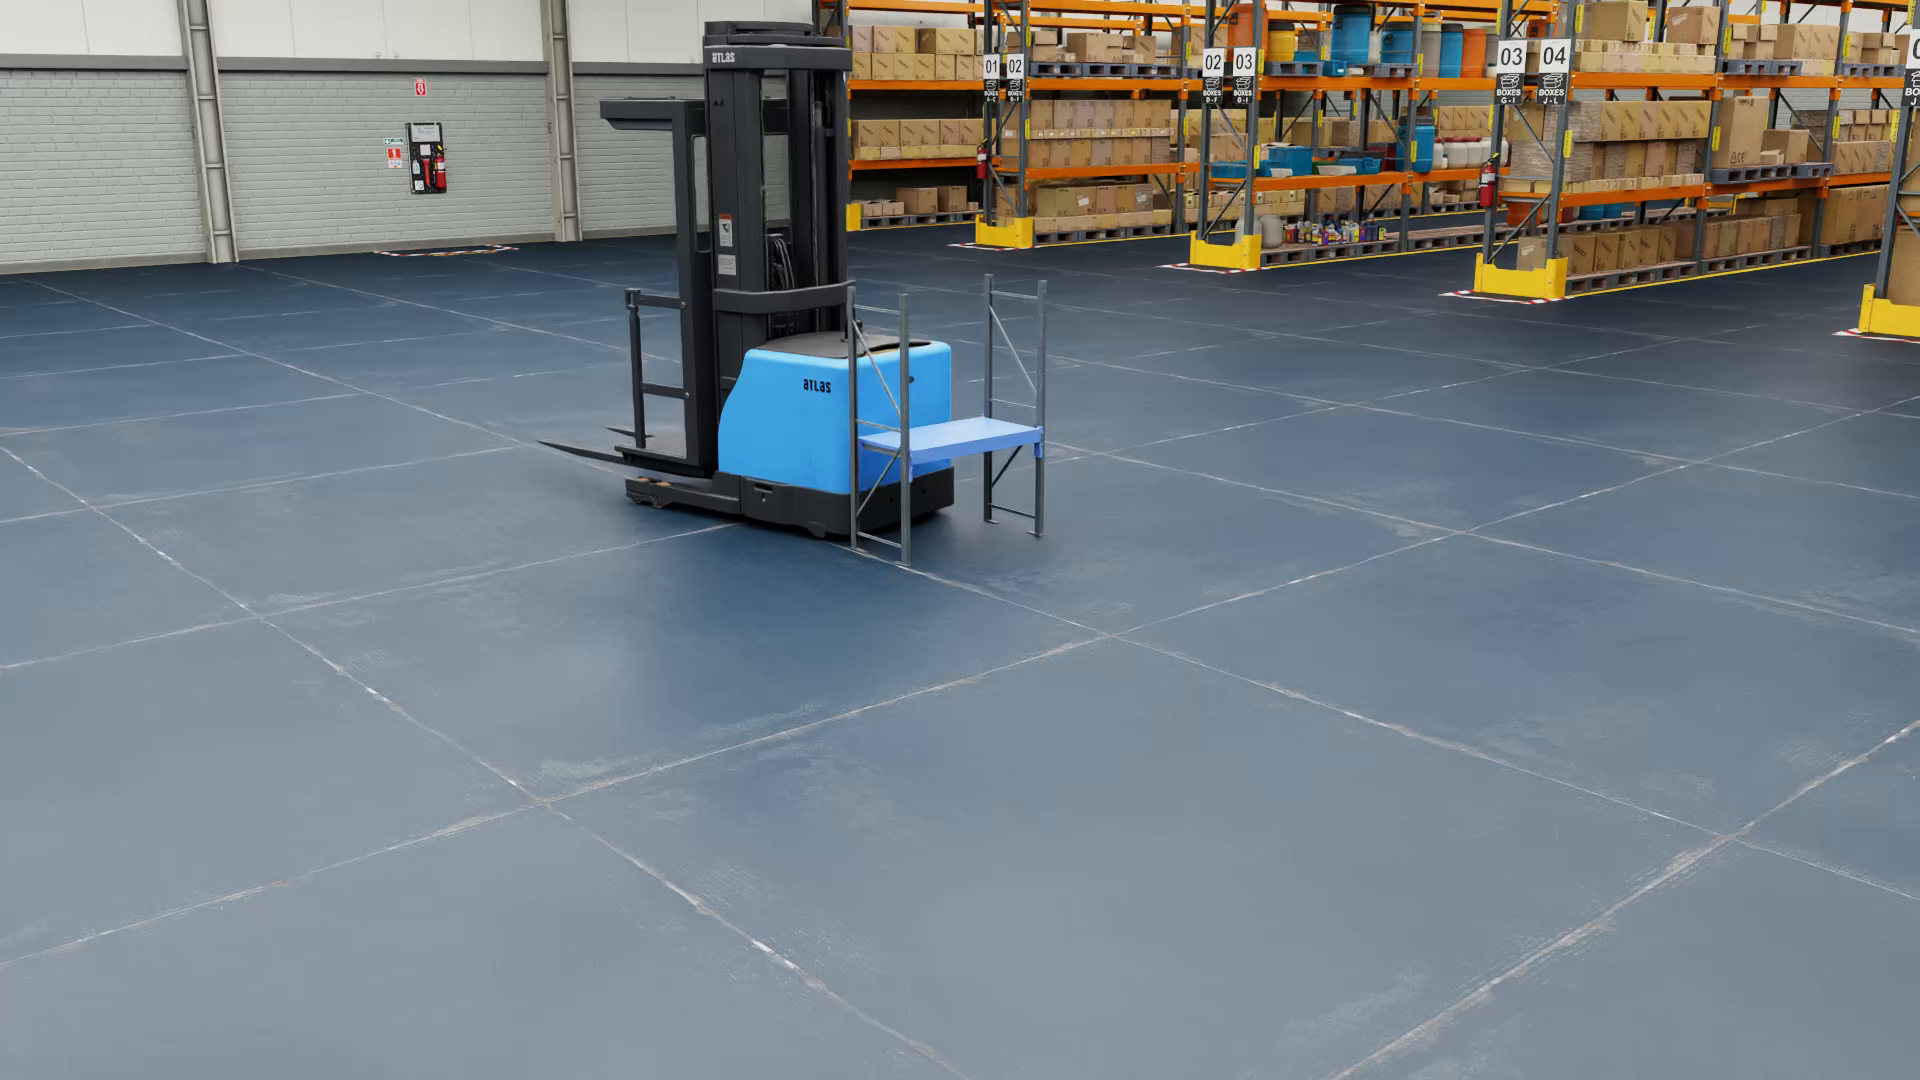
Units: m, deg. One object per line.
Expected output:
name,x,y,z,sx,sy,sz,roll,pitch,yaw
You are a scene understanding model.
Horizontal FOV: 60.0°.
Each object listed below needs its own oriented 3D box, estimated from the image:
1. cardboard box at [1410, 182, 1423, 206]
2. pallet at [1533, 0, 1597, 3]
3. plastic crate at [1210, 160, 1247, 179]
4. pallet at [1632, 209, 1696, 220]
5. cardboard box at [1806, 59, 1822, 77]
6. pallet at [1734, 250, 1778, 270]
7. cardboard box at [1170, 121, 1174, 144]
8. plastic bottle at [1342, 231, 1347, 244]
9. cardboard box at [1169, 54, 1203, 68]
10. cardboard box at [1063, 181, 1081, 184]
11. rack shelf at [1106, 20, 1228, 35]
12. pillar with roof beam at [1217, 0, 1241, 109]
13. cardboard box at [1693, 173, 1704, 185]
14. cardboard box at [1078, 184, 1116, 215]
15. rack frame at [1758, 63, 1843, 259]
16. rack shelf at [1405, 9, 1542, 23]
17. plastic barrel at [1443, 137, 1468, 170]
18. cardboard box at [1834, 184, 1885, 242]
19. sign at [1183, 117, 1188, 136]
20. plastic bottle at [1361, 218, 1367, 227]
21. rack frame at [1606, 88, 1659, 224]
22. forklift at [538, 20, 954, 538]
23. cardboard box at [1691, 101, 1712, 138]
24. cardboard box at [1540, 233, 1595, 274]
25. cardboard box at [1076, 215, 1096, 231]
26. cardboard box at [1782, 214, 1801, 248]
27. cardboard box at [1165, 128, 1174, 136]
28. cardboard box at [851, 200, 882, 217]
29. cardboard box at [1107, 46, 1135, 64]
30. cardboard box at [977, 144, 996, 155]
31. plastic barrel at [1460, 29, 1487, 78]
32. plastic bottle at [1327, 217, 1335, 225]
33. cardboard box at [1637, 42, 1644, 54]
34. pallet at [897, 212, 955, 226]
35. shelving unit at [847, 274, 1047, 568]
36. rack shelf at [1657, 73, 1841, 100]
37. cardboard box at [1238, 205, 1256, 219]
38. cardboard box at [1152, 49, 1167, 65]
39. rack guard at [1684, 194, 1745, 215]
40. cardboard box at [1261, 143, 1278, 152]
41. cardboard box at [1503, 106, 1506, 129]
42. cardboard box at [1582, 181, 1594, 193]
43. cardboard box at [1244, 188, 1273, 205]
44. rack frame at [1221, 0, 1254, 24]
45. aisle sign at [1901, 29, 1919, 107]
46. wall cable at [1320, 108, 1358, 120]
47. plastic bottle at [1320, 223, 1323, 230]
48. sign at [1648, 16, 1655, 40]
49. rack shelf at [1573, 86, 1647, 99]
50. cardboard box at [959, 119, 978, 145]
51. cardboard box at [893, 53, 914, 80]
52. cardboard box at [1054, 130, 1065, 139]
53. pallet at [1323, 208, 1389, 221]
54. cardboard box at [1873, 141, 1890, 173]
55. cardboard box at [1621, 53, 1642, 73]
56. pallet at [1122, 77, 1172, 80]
cardboard box,9.648,-7.496,35.991,0.500,0.500,0.500,-13,20,-40
pallet,10.628,-9.718,29.834,1.003,0.211,1.213,-13,19,-39
plastic crate,4.210,-5.704,25.579,0.616,0.251,0.499,-13,19,-39
pallet,14.531,-6.658,34.267,1.213,0.211,1.003,-13,19,-39
cardboard box,12.752,-7.185,25.315,0.500,0.250,0.500,-13,20,-40
pallet,11.804,-4.339,25.583,1.213,0.211,1.003,-13,19,-39
cardboard box,4.496,-9.237,37.711,0.500,0.500,0.500,-12,19,-38
plastic bottle,6.165,-4.866,26.725,0.097,0.201,0.097,0,15,0
cardboard box,4.268,-8.957,31.135,0.500,0.250,0.500,-10,18,-34
cardboard box,2.230,-7.635,36.512,0.500,0.500,0.700,-13,20,-40
rack shelf,5.069,-11.613,37.957,4.000,0.370,1.077,-13,19,-39
pillar with roof beam,9.364,-11.941,37.017,0.400,9.000,9.100,-13,19,-39
cardboard box,10.328,-5.131,23.633,0.250,0.149,0.380,-13,19,-39
cardboard box,2.464,-6.135,29.968,0.500,0.500,0.500,-13,19,-39
rack frame,13.315,-6.023,26.488,0.127,3.000,1.000,-13,19,-39
rack shelf,11.341,-11.518,36.834,4.000,0.370,1.077,-13,19,-39
plastic barrel,8.465,-6.619,28.455,0.433,0.535,0.433,0,15,0
cardboard box,14.527,-5.462,27.690,0.875,0.875,1.225,-13,19,-39
sign,4.163,-7.624,30.648,0.005,0.325,0.100,-13,19,-39
plastic bottle,6.655,-5.106,27.332,0.185,0.351,0.144,-13,19,-39
rack frame,13.081,-7.665,32.634,0.127,3.000,1.000,-13,19,-39
forklift,-1.511,-1.712,10.480,3.031,2.935,1.130,11,19,36
cardboard box,10.138,-5.891,23.285,0.500,0.500,0.500,-13,19,-39
cardboard box,8.190,-3.874,22.470,0.500,0.500,0.500,-7,17,-25
cardboard box,2.083,-5.689,29.752,0.500,0.250,0.500,-13,19,-39
cardboard box,12.823,-4.911,26.314,0.500,0.500,0.700,-14,20,-42
cardboard box,3.733,-7.549,30.748,0.250,0.149,0.380,-13,20,-39
cardboard box,-1.894,-6.574,32.908,0.500,0.311,0.500,13,20,41
cardboard box,2.837,-8.826,30.256,0.500,0.311,0.500,-14,20,-42
cardboard box,0.384,-8.037,34.277,0.500,0.250,0.500,-13,19,-39
plastic barrel,8.808,-8.437,28.878,0.708,0.830,0.600,-13,19,-39
plastic bottle,6.165,-5.187,27.636,0.185,0.351,0.144,-12,19,-38
cardboard box,8.800,-6.504,21.993,0.250,0.149,0.380,-13,20,-40
pallet,-0.862,-6.563,33.912,1.213,0.211,1.003,-13,19,-39
shelving unit,-0.064,-0.710,9.502,1.048,1.500,0.538,-13,19,-39
rack shelf,11.806,-6.786,24.925,4.000,0.370,1.077,-13,19,-39
cardboard box,5.424,-6.430,32.525,0.500,0.250,0.500,-12,19,-38
cardboard box,4.253,-10.820,37.585,0.500,0.500,0.700,-14,20,-42
rack guard,16.108,-7.142,35.518,0.348,0.500,1.175,-13,19,-39
cardboard box,6.013,-7.796,33.296,0.500,0.311,0.500,-13,20,-40
cardboard box,11.926,-9.536,37.506,0.500,0.500,0.500,-12,19,-38
cardboard box,8.051,-4.627,21.746,0.250,0.149,0.380,-13,19,-39
cardboard box,5.811,-6.787,32.774,0.500,0.311,0.500,-13,20,-40
rack frame,6.578,-12.492,39.081,0.127,3.000,1.000,-13,19,-39
aisle sign,10.209,-4.988,17.573,0.004,0.787,0.394,-13,19,-39
wall cable,9.940,-11.163,43.762,1.851,1.984,0.084,-13,19,-39
plastic bottle,5.936,-5.084,27.406,0.097,0.271,0.097,0,15,0
sign,9.930,-7.343,23.848,0.005,0.325,0.100,-13,19,-39
rack shelf,11.572,-8.428,31.072,4.000,0.370,1.077,-13,19,-39
cardboard box,0.016,-8.312,33.855,0.500,0.500,0.500,-13,20,-40
cardboard box,-1.241,-9.249,32.519,0.500,0.500,0.500,-12,19,-37
cardboard box,1.604,-7.071,28.958,0.250,0.149,0.380,-13,19,-39
pallet,8.323,-6.930,35.286,1.213,0.211,1.003,-13,19,-39
cardboard box,15.010,-6.361,27.557,0.500,0.500,0.500,-13,19,-39
cardboard box,8.574,-6.248,21.806,0.500,0.250,0.500,-13,20,-40
pallet,4.011,-10.394,37.402,1.003,0.211,1.213,-12,19,-37
